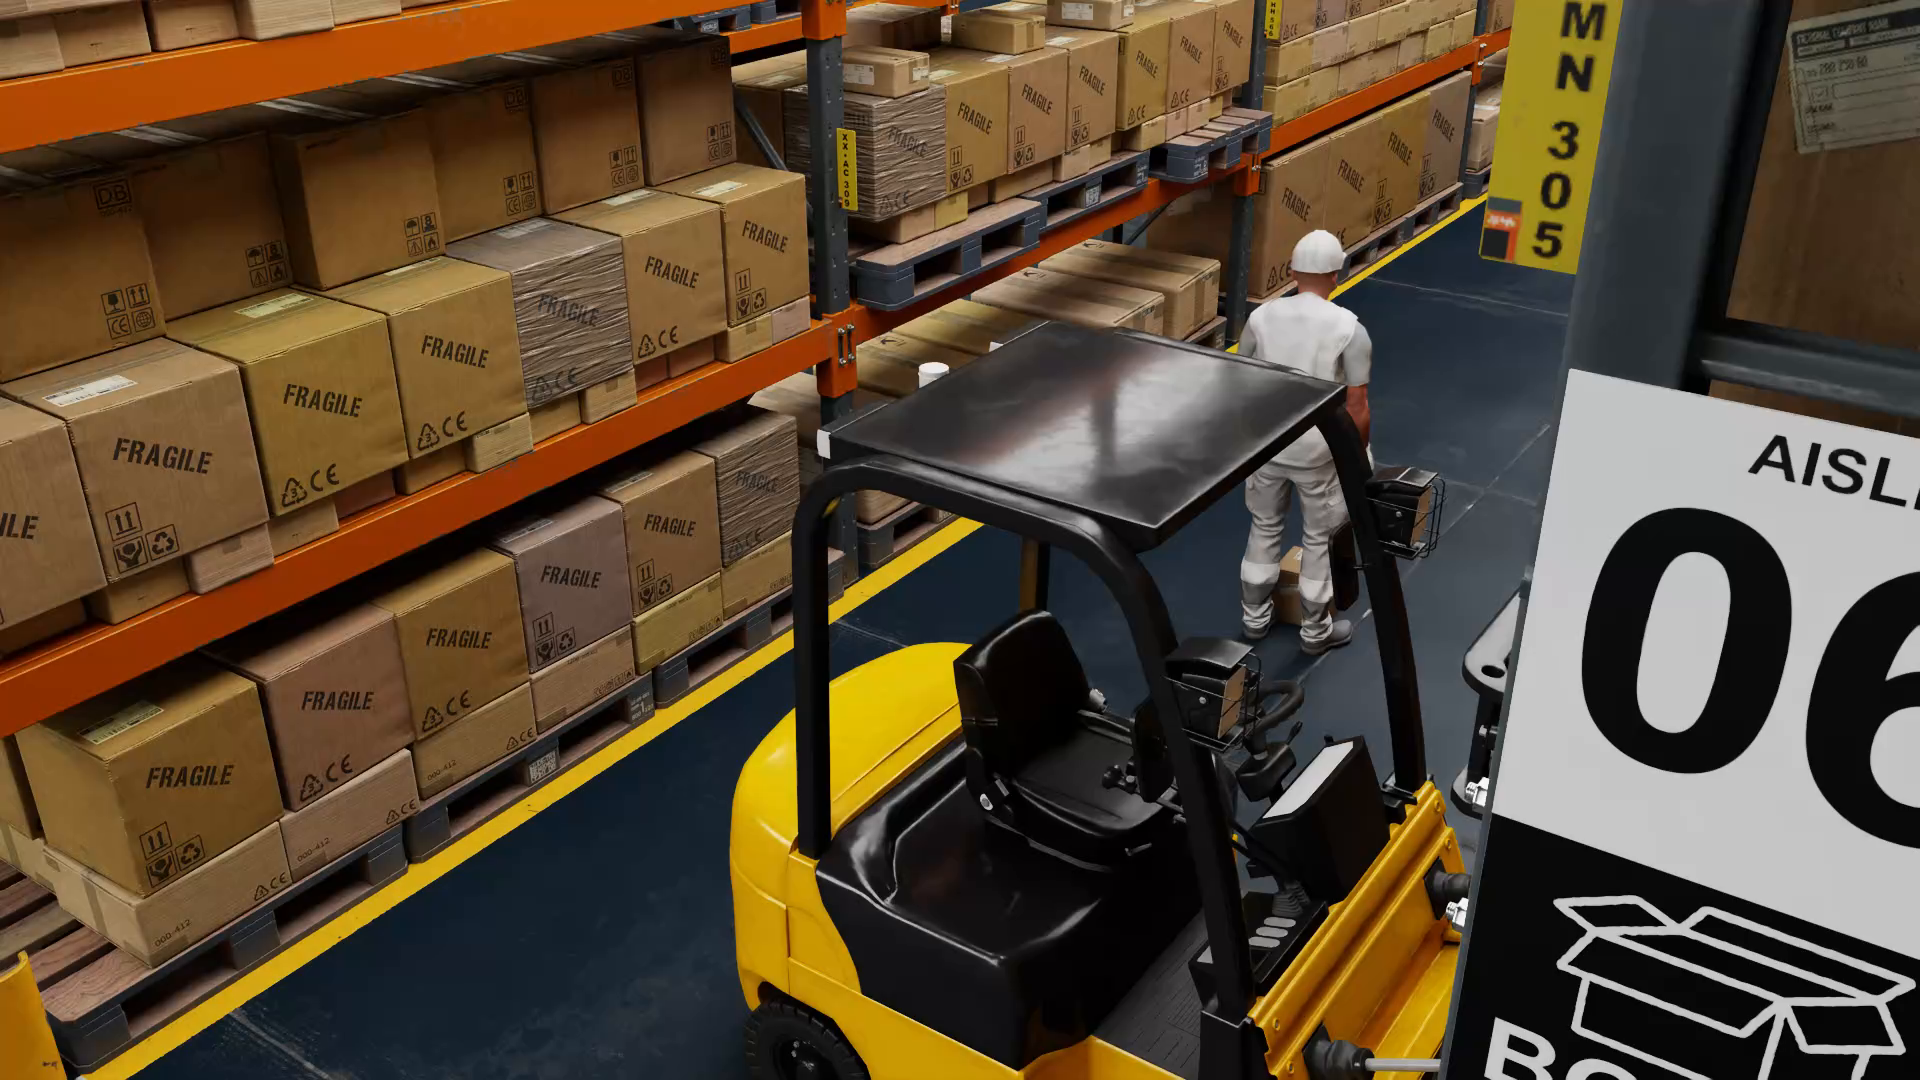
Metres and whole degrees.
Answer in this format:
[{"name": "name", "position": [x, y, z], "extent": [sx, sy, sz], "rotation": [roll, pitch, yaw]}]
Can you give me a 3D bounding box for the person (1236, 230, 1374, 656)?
[{"name": "person", "position": [1.402, -0.389, 6.872], "extent": [0.623, 1.780, 0.446], "rotation": [16, 31, 28]}]
